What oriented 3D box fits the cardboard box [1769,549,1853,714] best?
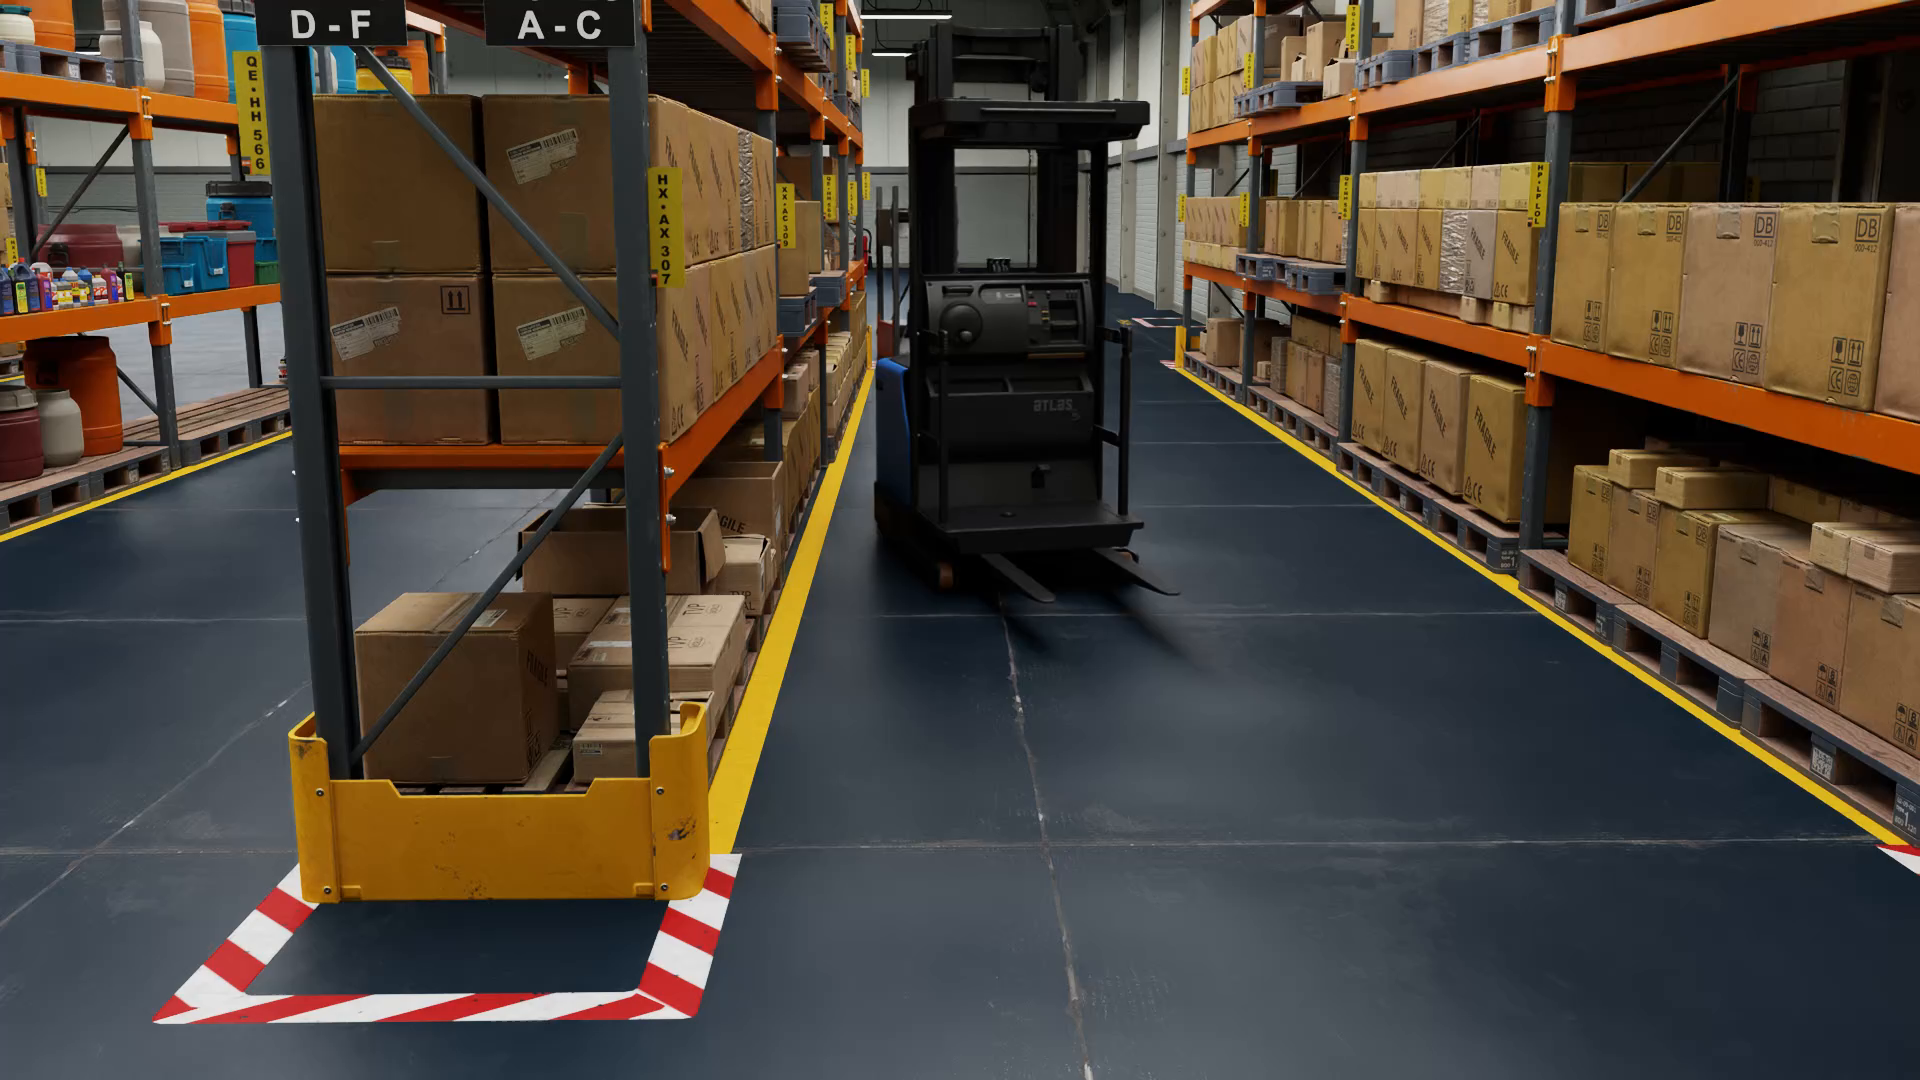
[{"bbox_3d":[3.474,0.327,6.134,0.700,0.500,0.500,0,11,-1],"label":"cardboard box"}]

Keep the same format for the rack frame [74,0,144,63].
[{"bbox_3d":[-6.471,-4.944,11.794,1.000,3.000,0.127,0,11,-1],"label":"rack frame"}]

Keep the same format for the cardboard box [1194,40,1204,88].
[{"bbox_3d":[2.994,-5.476,19.146,0.500,0.500,0.500,0,11,-2],"label":"cardboard box"}]

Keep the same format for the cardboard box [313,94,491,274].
[{"bbox_3d":[-1.637,-1.059,4.970,0.500,0.500,0.500,0,11,-2],"label":"cardboard box"}]

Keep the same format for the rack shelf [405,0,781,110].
[{"bbox_3d":[-1.395,-1.948,6.382,1.077,0.370,4.000,0,11,-1],"label":"rack shelf"}]

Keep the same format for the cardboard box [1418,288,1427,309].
[{"bbox_3d":[3.264,-1.609,11.027,0.380,0.149,0.250,0,11,0],"label":"cardboard box"}]

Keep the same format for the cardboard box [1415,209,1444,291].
[{"bbox_3d":[3.217,-1.845,10.559,0.500,0.500,0.500,0,11,0],"label":"cardboard box"}]

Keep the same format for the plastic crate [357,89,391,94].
[{"bbox_3d":[-6.296,-4.678,18.071,0.392,0.384,0.575,0,11,-1],"label":"plastic crate"}]

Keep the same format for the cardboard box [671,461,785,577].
[{"bbox_3d":[-1.141,-0.107,8.221,0.500,0.500,0.500,0,11,-1],"label":"cardboard box"}]

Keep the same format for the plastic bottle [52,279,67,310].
[{"bbox_3d":[-6.035,-1.643,11.111,0.097,0.201,0.097,0,11,0],"label":"plastic bottle"}]

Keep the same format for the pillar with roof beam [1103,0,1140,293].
[{"bbox_3d":[-0.528,-9.999,36.715,9.100,9.000,0.548,0,11,-1],"label":"pillar with roof beam"}]

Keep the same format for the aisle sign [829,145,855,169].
[{"bbox_3d":[-1.392,-4.902,20.138,0.394,0.787,0.004,0,11,-1],"label":"aisle sign"}]

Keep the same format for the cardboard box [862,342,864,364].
[{"bbox_3d":[-1.334,-2.068,18.569,0.500,0.250,0.500,0,11,-1],"label":"cardboard box"}]

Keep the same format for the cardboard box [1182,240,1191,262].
[{"bbox_3d":[2.961,-3.473,19.959,0.500,0.250,0.500,-1,11,-3],"label":"cardboard box"}]

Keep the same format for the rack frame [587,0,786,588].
[{"bbox_3d":[-1.436,-1.228,8.568,1.000,3.000,0.127,0,11,-1],"label":"rack frame"}]

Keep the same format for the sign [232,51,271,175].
[{"bbox_3d":[-1.909,-1.157,4.511,0.100,0.325,0.005,0,11,-1],"label":"sign"}]

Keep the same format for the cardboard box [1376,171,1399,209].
[{"bbox_3d":[3.197,-2.418,11.499,0.500,0.250,0.500,0,11,-2],"label":"cardboard box"}]

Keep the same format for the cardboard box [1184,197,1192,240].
[{"bbox_3d":[2.978,-3.842,19.895,0.500,0.500,0.500,0,11,-1],"label":"cardboard box"}]

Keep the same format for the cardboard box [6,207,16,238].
[{"bbox_3d":[-11.604,-3.659,19.550,0.875,0.500,0.500,0,11,-1],"label":"cardboard box"}]

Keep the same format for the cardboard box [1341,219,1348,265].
[{"bbox_3d":[3.414,-2.402,12.998,0.700,0.500,0.500,-2,12,-8],"label":"cardboard box"}]

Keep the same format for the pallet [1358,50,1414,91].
[{"bbox_3d":[3.500,-3.294,11.682,1.213,0.211,1.003,0,11,1],"label":"pallet"}]

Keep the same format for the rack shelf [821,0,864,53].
[{"bbox_3d":[-1.643,-5.607,17.881,1.077,0.370,4.000,0,11,-1],"label":"rack shelf"}]

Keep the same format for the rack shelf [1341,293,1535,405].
[{"bbox_3d":[3.475,-1.294,10.703,1.077,0.370,4.000,0,11,-1],"label":"rack shelf"}]

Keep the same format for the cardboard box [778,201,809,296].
[{"bbox_3d":[-1.222,-1.578,8.985,0.700,0.500,0.500,-4,12,-20],"label":"cardboard box"}]

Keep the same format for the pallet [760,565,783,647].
[{"bbox_3d":[-1.423,0.275,8.173,1.003,0.211,1.213,0,11,-1],"label":"pallet"}]

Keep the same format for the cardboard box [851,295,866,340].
[{"bbox_3d":[-1.340,-2.535,18.984,0.500,0.500,0.500,0,11,-1],"label":"cardboard box"}]

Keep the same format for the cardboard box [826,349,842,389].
[{"bbox_3d":[-1.263,-1.467,14.197,0.500,0.311,0.500,-1,11,-3],"label":"cardboard box"}]

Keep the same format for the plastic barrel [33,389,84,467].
[{"bbox_3d":[-6.343,-0.781,11.566,0.421,0.512,0.421,0,11,0],"label":"plastic barrel"}]

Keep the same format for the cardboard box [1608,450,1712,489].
[{"bbox_3d":[3.254,-0.330,7.740,0.380,0.149,0.250,0,11,1],"label":"cardboard box"}]

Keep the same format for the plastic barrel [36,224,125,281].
[{"bbox_3d":[-6.783,-2.161,12.826,0.600,0.536,0.708,0,11,-1],"label":"plastic barrel"}]

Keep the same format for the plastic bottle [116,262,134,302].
[{"bbox_3d":[-6.036,-1.868,12.015,0.061,0.283,0.133,0,11,-1],"label":"plastic bottle"}]

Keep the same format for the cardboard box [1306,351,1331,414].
[{"bbox_3d":[3.434,-1.379,14.494,0.700,0.500,0.500,0,11,-1],"label":"cardboard box"}]

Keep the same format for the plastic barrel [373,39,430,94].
[{"bbox_3d":[-6.499,-5.384,19.373,0.600,0.830,0.708,0,11,-1],"label":"plastic barrel"}]

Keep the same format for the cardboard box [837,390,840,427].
[{"bbox_3d":[-1.247,-1.087,13.731,0.500,0.250,0.500,-1,11,-3],"label":"cardboard box"}]

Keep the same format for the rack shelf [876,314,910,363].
[{"bbox_3d":[-0.275,-1.160,10.563,0.431,0.518,0.480,-3,12,-14],"label":"rack shelf"}]

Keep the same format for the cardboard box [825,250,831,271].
[{"bbox_3d":[-1.399,-2.578,15.562,0.396,0.266,0.258,-1,11,-3],"label":"cardboard box"}]

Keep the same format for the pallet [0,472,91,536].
[{"bbox_3d":[-6.391,-0.239,10.704,1.003,0.211,1.213,0,11,-1],"label":"pallet"}]

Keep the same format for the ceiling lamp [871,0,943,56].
[{"bbox_3d":[-1.352,-14.475,44.093,2.000,3.185,0.800,0,11,-1],"label":"ceiling lamp"}]

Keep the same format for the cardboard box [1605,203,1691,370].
[{"bbox_3d":[3.521,-1.143,7.395,0.980,0.700,0.700,-1,11,-3],"label":"cardboard box"}]

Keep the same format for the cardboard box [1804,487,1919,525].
[{"bbox_3d":[3.659,-0.119,6.703,0.380,0.149,0.250,0,11,-1],"label":"cardboard box"}]

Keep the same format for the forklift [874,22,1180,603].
[{"bbox_3d":[0.326,-1.246,8.828,1.130,2.935,3.031,-3,12,-14],"label":"forklift"}]

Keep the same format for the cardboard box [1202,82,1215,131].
[{"bbox_3d":[3.016,-4.886,18.752,0.500,0.500,0.500,0,11,1],"label":"cardboard box"}]

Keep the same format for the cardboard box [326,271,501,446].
[{"bbox_3d":[-1.635,-0.570,5.072,0.500,0.500,0.500,0,11,1],"label":"cardboard box"}]

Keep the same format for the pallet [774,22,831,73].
[{"bbox_3d":[-1.404,-2.942,9.945,1.213,0.211,1.003,0,11,-1],"label":"pallet"}]

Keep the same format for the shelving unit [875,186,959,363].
[{"bbox_3d":[-0.275,-1.173,10.561,0.431,2.100,0.503,-3,12,-14],"label":"shelving unit"}]

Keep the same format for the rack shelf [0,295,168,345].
[{"bbox_3d":[-6.430,-1.254,10.503,1.077,0.370,4.000,0,11,-1],"label":"rack shelf"}]

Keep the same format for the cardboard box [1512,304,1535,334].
[{"bbox_3d":[3.227,-1.202,9.021,0.380,0.149,0.250,0,11,-1],"label":"cardboard box"}]

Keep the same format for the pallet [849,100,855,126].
[{"bbox_3d":[-1.667,-4.656,18.145,1.003,0.211,1.213,0,11,-1],"label":"pallet"}]

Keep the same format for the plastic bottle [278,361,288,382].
[{"bbox_3d":[-6.873,-1.714,16.894,0.097,0.201,0.097,0,11,0],"label":"plastic bottle"}]

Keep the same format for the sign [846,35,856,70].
[{"bbox_3d":[-1.059,-4.700,16.046,0.100,0.325,0.005,0,11,-1],"label":"sign"}]

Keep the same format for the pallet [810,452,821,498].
[{"bbox_3d":[-1.541,-0.508,12.033,1.003,0.211,1.213,0,11,-1],"label":"pallet"}]

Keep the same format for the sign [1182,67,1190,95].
[{"bbox_3d":[2.726,-5.531,20.034,0.100,0.325,0.005,0,11,-1],"label":"sign"}]

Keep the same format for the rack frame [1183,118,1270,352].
[{"bbox_3d":[3.269,-3.635,20.430,1.000,3.000,0.127,0,11,-1],"label":"rack frame"}]

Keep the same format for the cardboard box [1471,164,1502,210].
[{"bbox_3d":[3.250,-2.015,9.510,0.500,0.250,0.500,0,11,0],"label":"cardboard box"}]

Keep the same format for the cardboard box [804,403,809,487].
[{"bbox_3d":[-1.237,-0.622,10.760,0.500,0.500,0.500,-1,11,-3],"label":"cardboard box"}]
